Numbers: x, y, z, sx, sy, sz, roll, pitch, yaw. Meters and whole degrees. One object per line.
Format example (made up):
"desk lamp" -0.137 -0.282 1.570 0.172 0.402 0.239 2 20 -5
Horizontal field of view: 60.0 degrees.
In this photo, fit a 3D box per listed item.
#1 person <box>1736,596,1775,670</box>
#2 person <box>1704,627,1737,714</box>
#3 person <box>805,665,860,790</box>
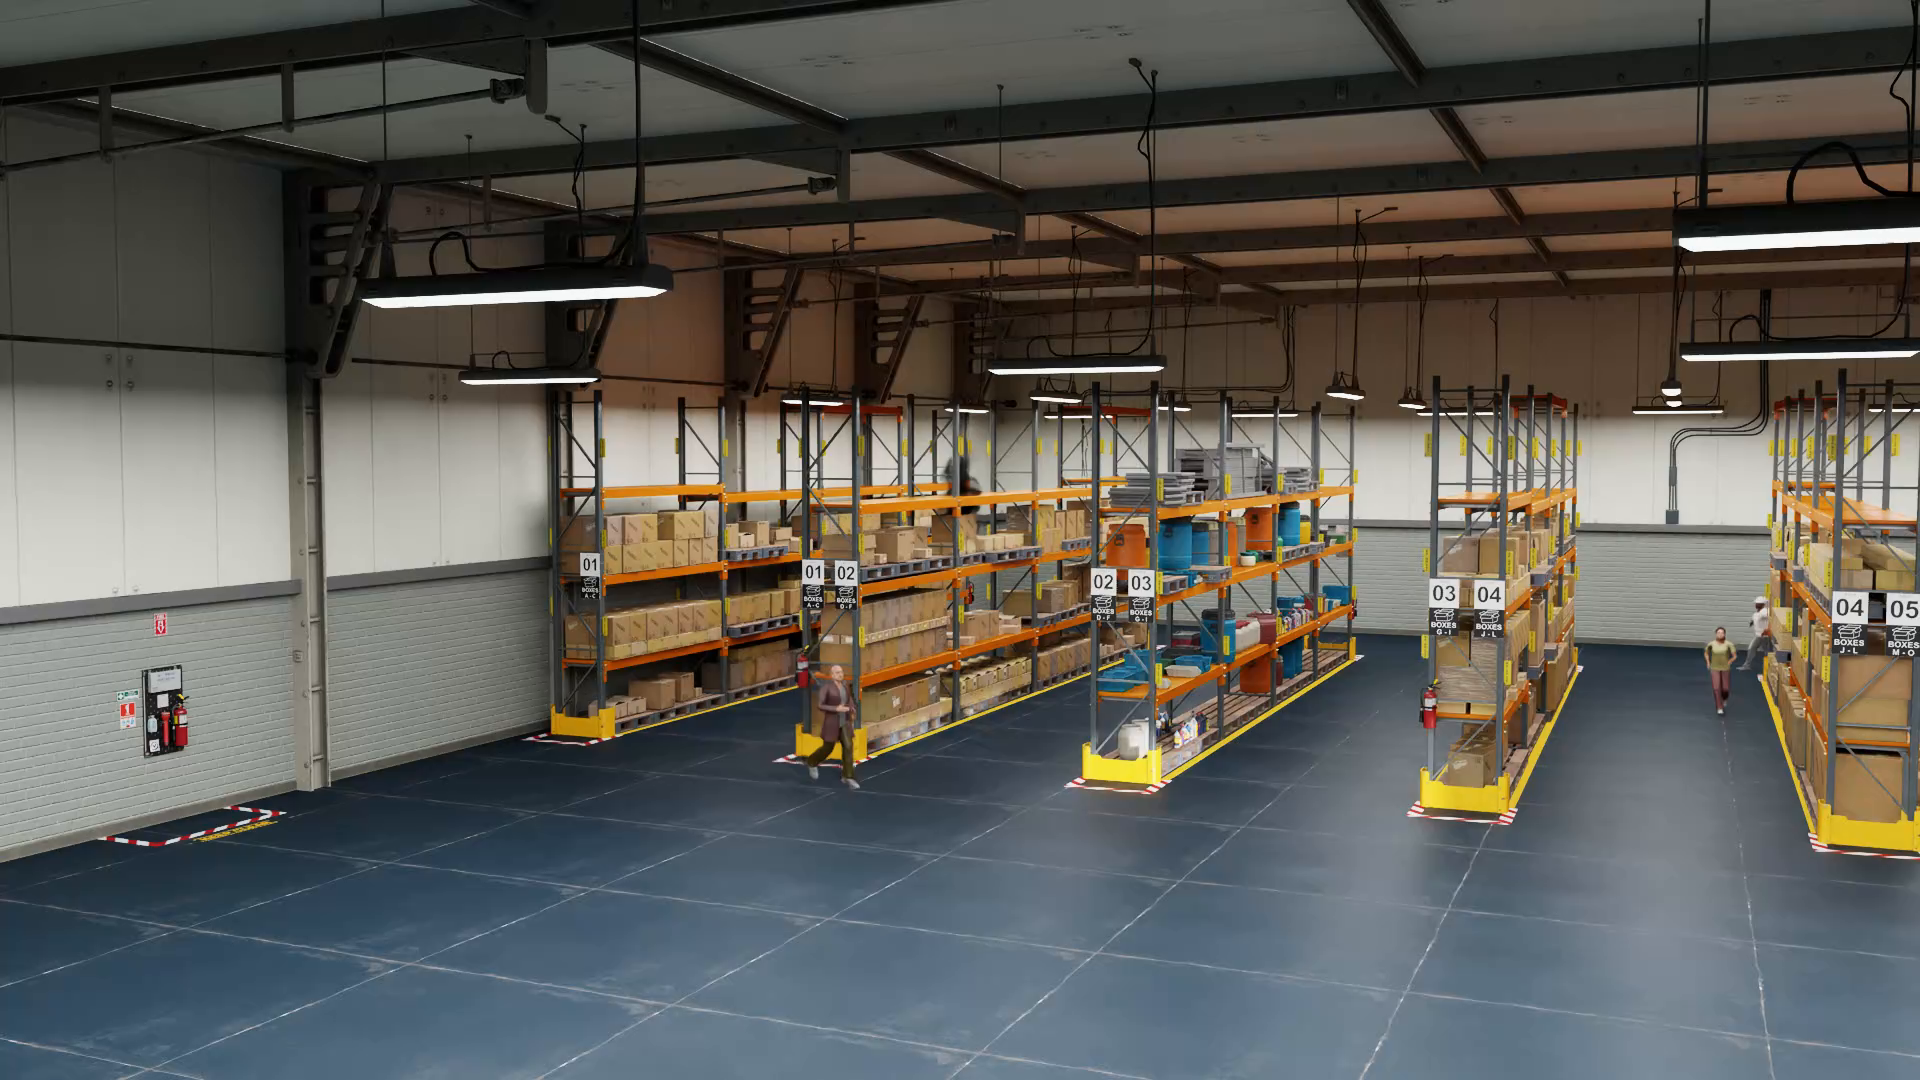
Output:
"person" 17.876 2.096 37.036 1.006 1.710 0.764 1 3 21
"person" 14.347 2.452 31.390 0.572 1.626 0.604 2 4 27
"person" -1.861 2.747 24.672 0.719 1.800 1.060 -3 4 -39
